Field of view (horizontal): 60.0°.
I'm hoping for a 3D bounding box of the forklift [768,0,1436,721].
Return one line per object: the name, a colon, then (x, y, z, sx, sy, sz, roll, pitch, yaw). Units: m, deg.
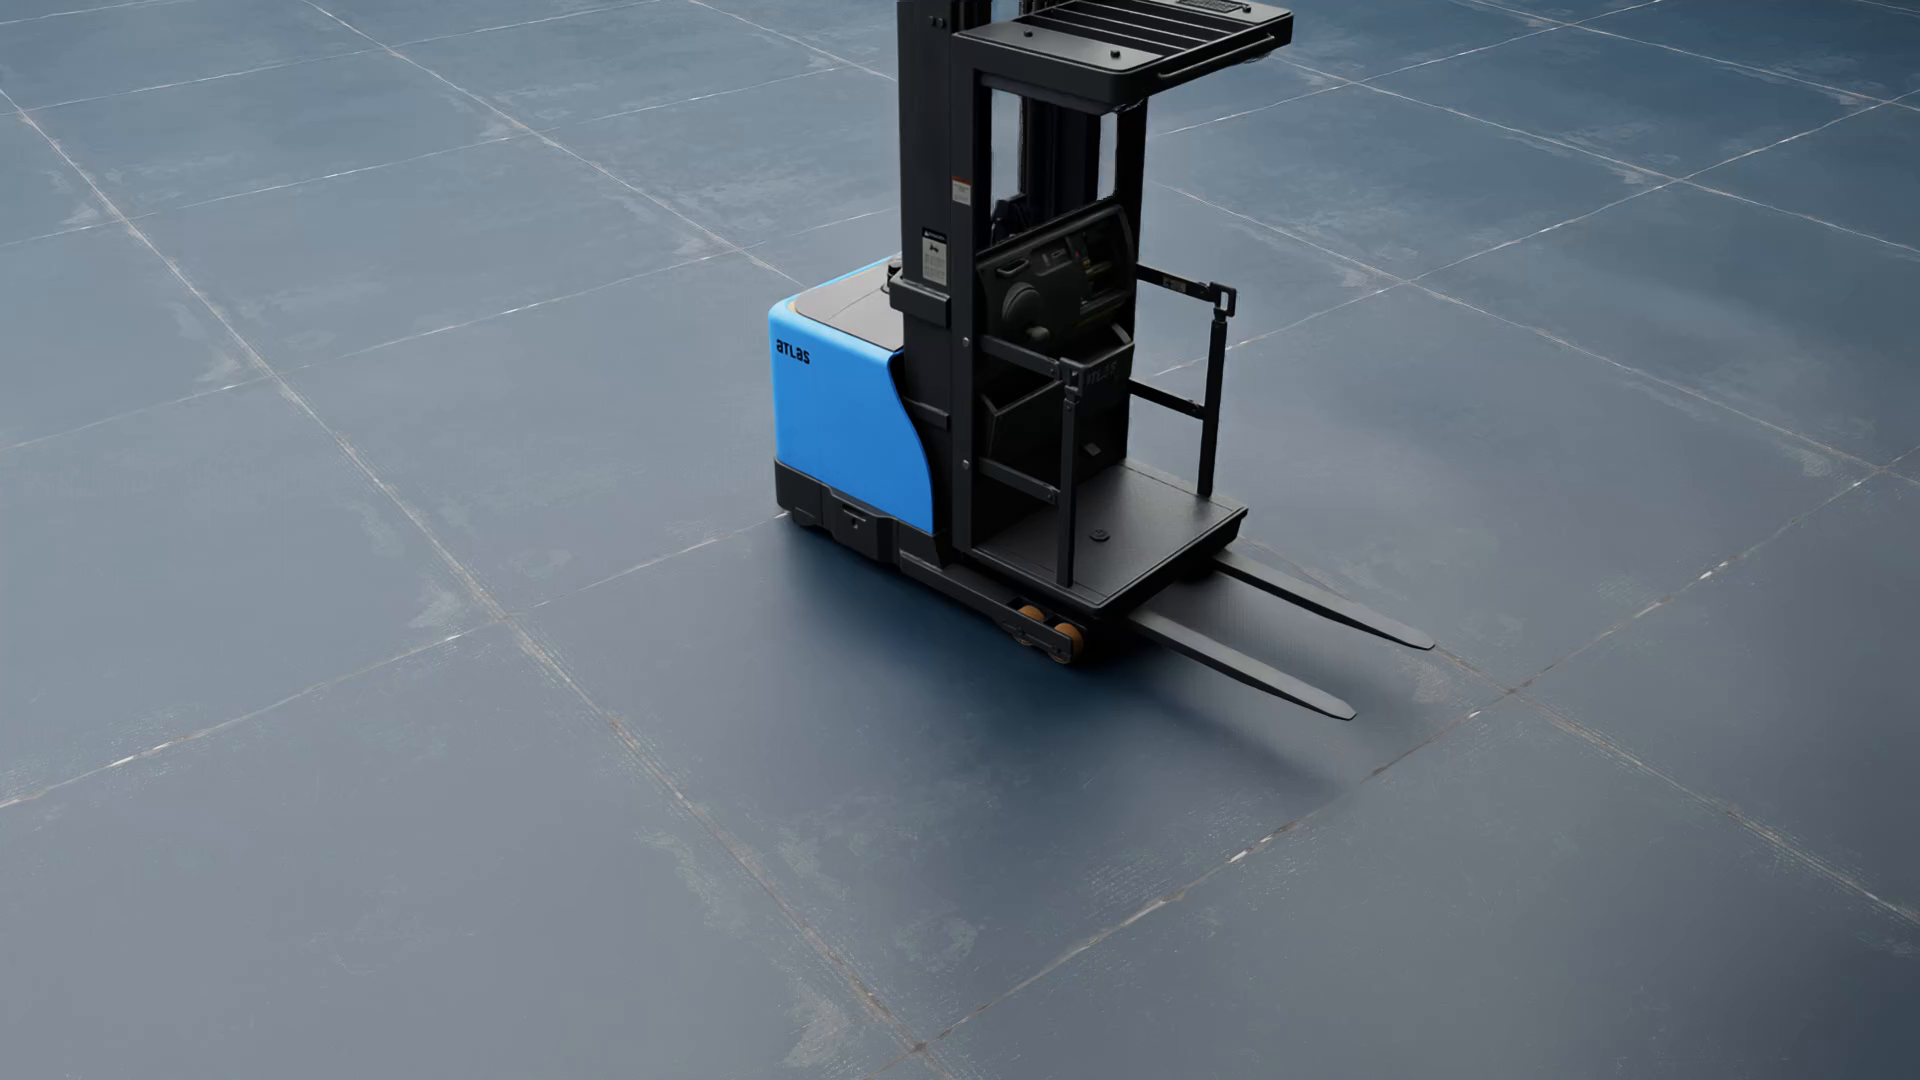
forklift: (0.559, -1.044, 6.653, 3.031, 2.935, 1.130, 25, 40, 35)
